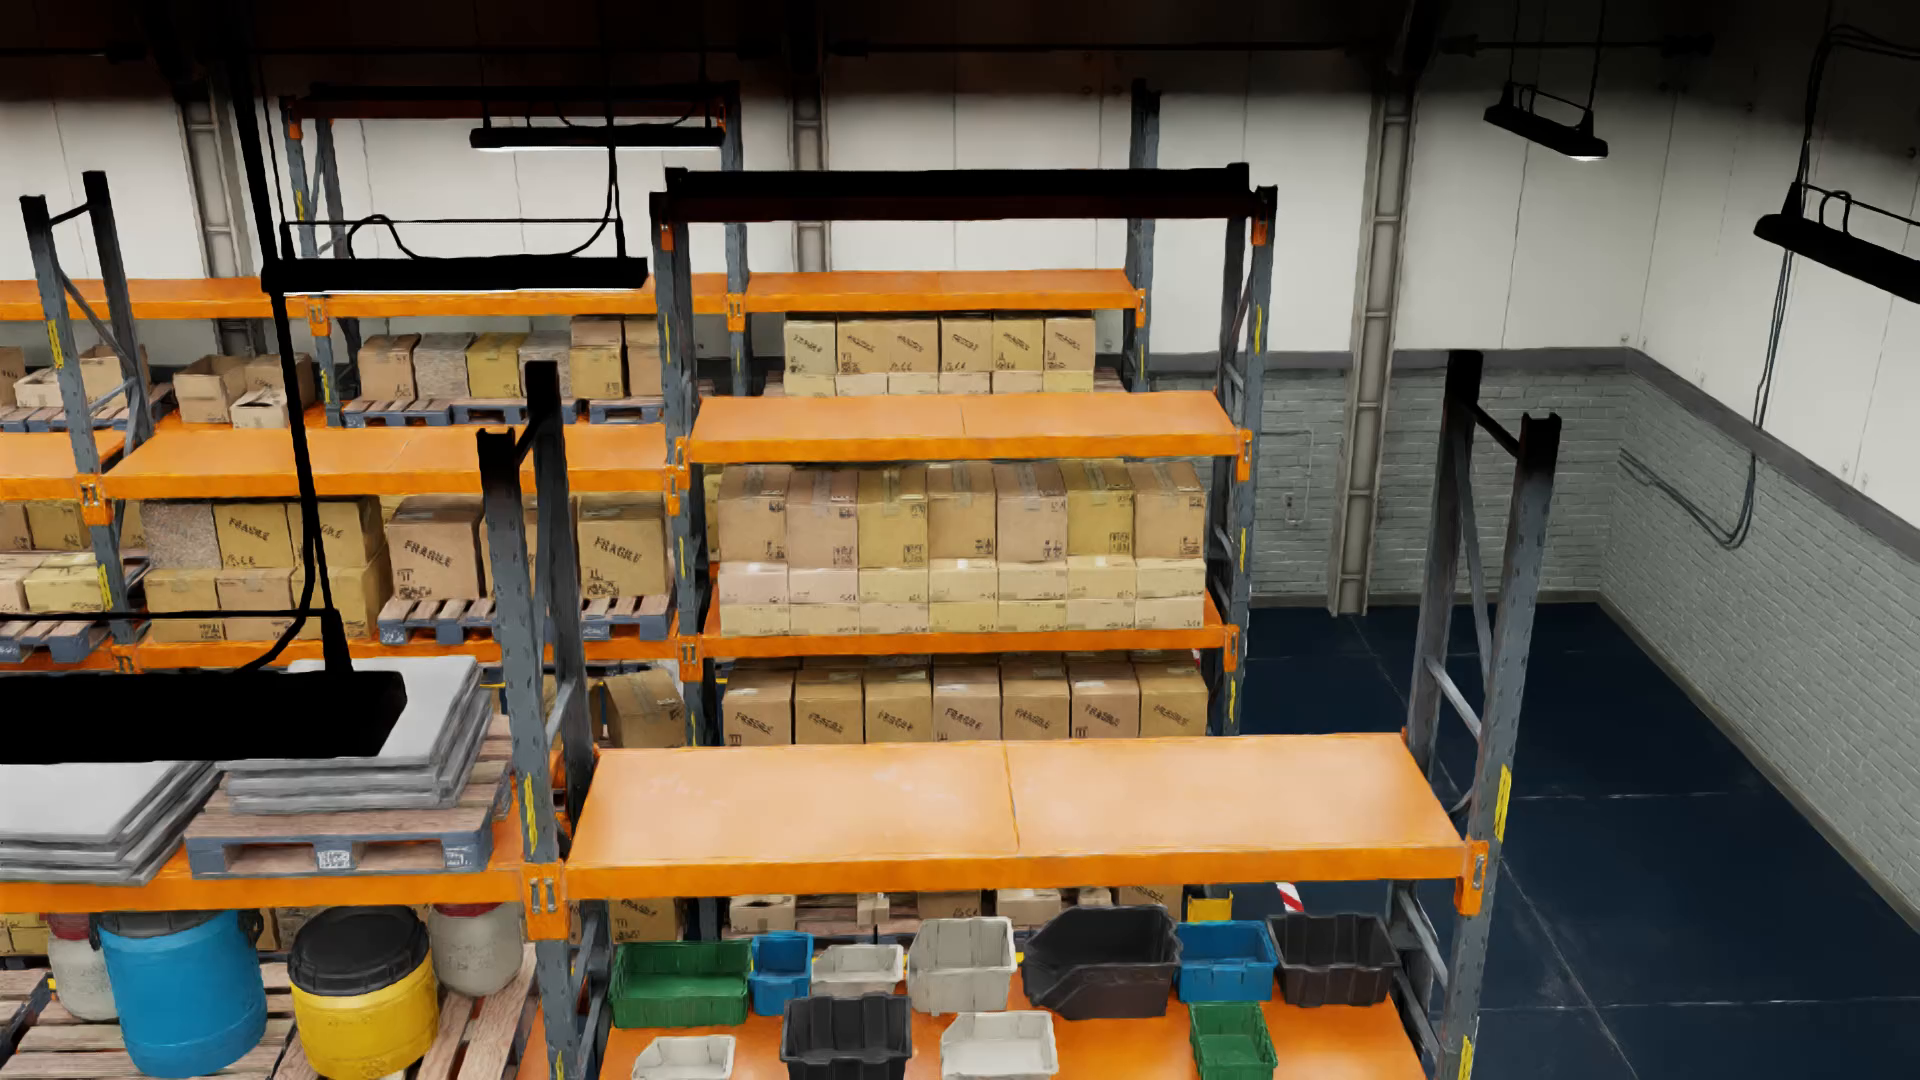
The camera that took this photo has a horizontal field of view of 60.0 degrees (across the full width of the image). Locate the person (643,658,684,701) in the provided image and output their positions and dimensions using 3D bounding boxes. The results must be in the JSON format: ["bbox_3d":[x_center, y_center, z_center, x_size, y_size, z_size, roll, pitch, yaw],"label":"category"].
[{"bbox_3d":[-2.679,1.373,15.479,0.546,1.733,0.729,-1,22,-3],"label":"person"}]
